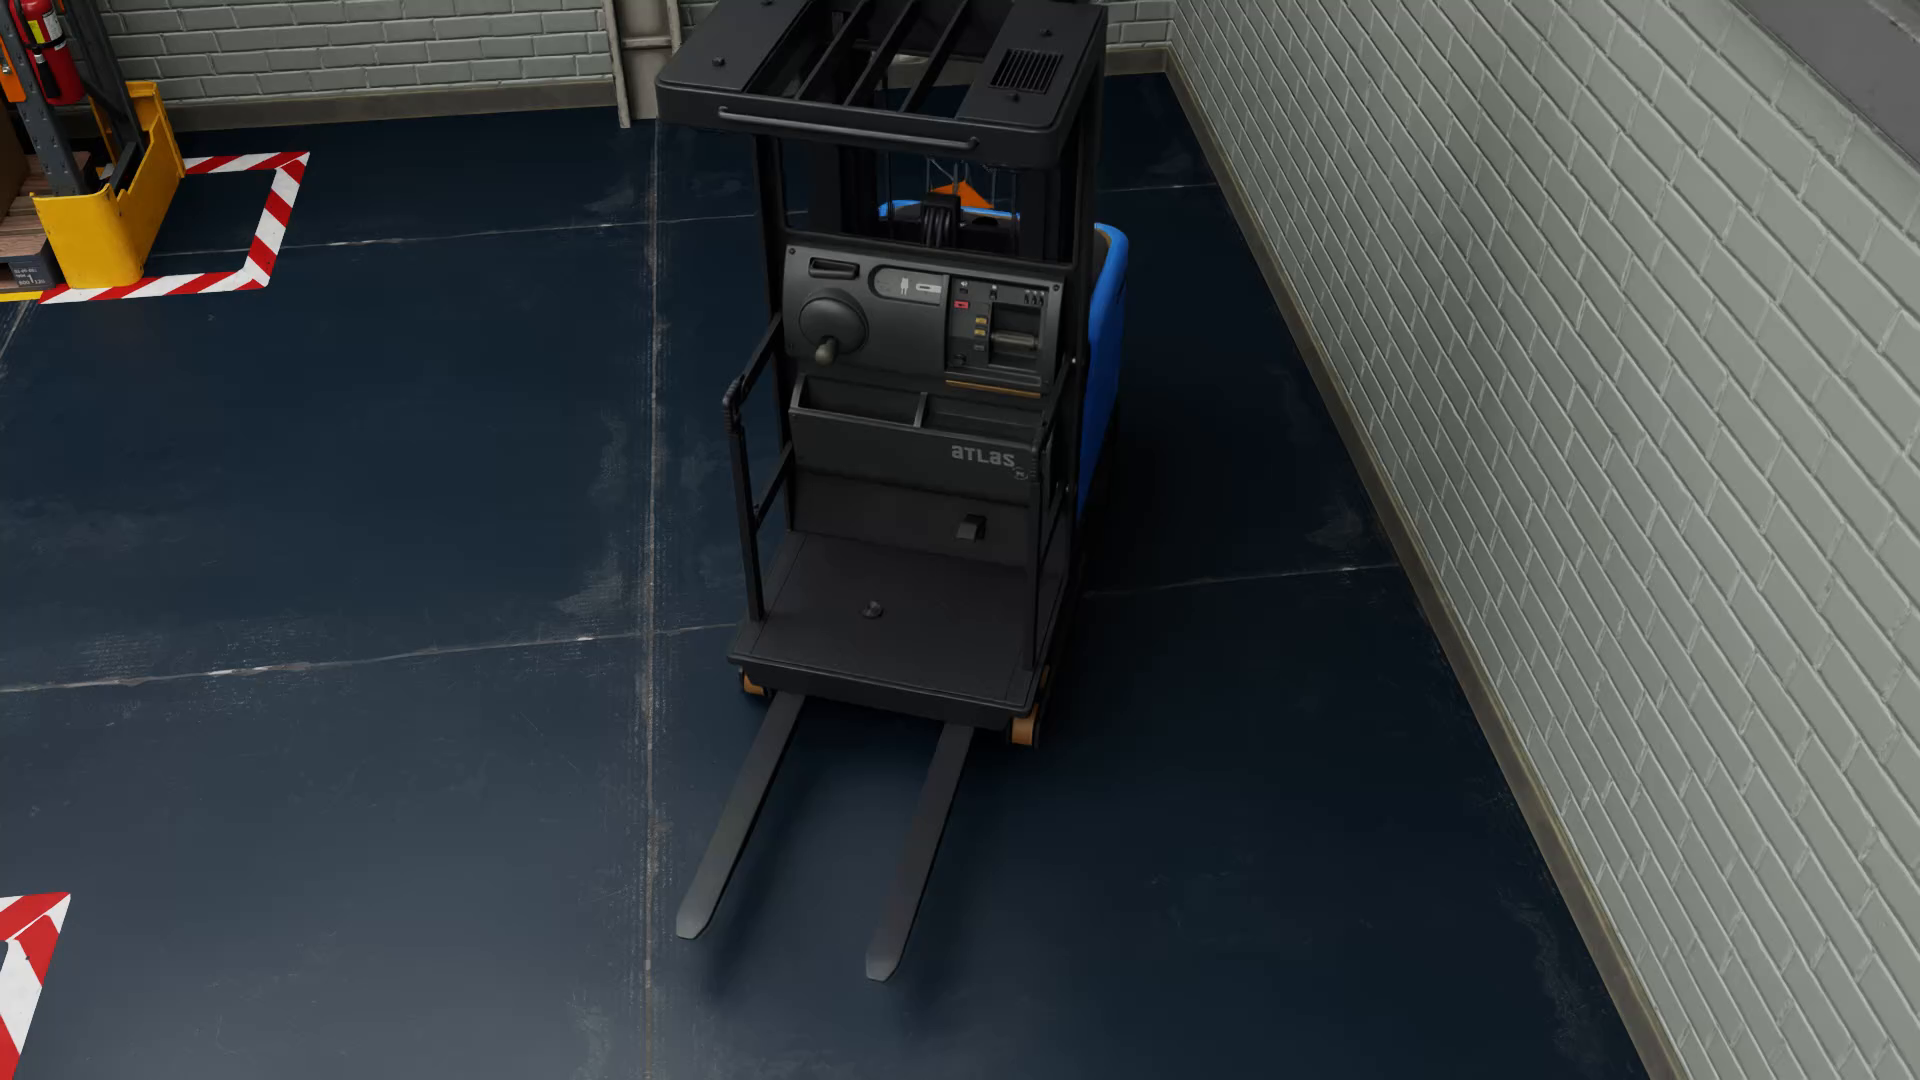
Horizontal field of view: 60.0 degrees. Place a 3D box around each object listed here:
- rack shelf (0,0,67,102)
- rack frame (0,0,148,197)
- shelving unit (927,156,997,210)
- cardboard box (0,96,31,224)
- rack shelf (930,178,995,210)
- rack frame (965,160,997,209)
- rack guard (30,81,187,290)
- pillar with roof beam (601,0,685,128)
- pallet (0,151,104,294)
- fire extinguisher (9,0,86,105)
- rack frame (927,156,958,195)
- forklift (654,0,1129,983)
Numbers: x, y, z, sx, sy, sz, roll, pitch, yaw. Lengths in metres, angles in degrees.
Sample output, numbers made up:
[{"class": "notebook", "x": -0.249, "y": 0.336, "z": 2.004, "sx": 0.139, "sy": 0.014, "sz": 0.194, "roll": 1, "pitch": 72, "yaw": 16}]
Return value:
[{"class": "rack shelf", "x": -6.271, "y": -2.289, "z": 7.586, "sx": 4.000, "sy": 0.370, "sz": 1.077, "roll": -5, "pitch": 42, "yaw": -6}, {"class": "rack frame", "x": -4.288, "y": -2.730, "z": 7.537, "sx": 0.127, "sy": 3.000, "sz": 1.000, "roll": -5, "pitch": 42, "yaw": -6}, {"class": "shelving unit", "x": -0.010, "y": -1.146, "z": 7.119, "sx": 0.189, "sy": 1.200, "sz": 0.258, "roll": -19, "pitch": 45, "yaw": -23}, {"class": "cardboard box", "x": -4.969, "y": -1.831, "z": 8.093, "sx": 0.500, "sy": 0.500, "sz": 0.700, "roll": -5, "pitch": 42, "yaw": -6}, {"class": "rack shelf", "x": 0.001, "y": -1.384, "z": 6.912, "sx": 0.180, "sy": 0.103, "sz": 0.258, "roll": -19, "pitch": 45, "yaw": -23}, {"class": "rack frame", "x": 0.070, "y": -1.173, "z": 7.155, "sx": 0.006, "sy": 1.200, "sz": 0.240, "roll": -19, "pitch": 45, "yaw": -23}, {"class": "rack guard", "x": -4.264, "y": -1.804, "z": 8.377, "sx": 0.348, "sy": 0.500, "sz": 1.175, "roll": -5, "pitch": 42, "yaw": -6}, {"class": "pillar with roof beam", "x": -1.165, "y": -2.908, "z": 3.255, "sx": 0.400, "sy": 9.000, "sz": 9.100, "roll": -5, "pitch": 42, "yaw": -6}, {"class": "pallet", "x": -5.071, "y": -1.573, "z": 8.337, "sx": 1.213, "sy": 0.211, "sz": 1.003, "roll": -5, "pitch": 42, "yaw": -6}, {"class": "fire extinguisher", "x": -4.078, "y": -2.269, "z": 7.363, "sx": 0.183, "sy": 0.674, "sz": 0.296, "roll": -5, "pitch": 42, "yaw": -6}, {"class": "rack frame", "x": -0.090, "y": -1.119, "z": 7.084, "sx": 0.006, "sy": 1.200, "sz": 0.240, "roll": -19, "pitch": 45, "yaw": -23}, {"class": "forklift", "x": -0.177, "y": -0.643, "z": 5.274, "sx": 1.130, "sy": 2.935, "sz": 3.031, "roll": 10, "pitch": 43, "yaw": 10}]
